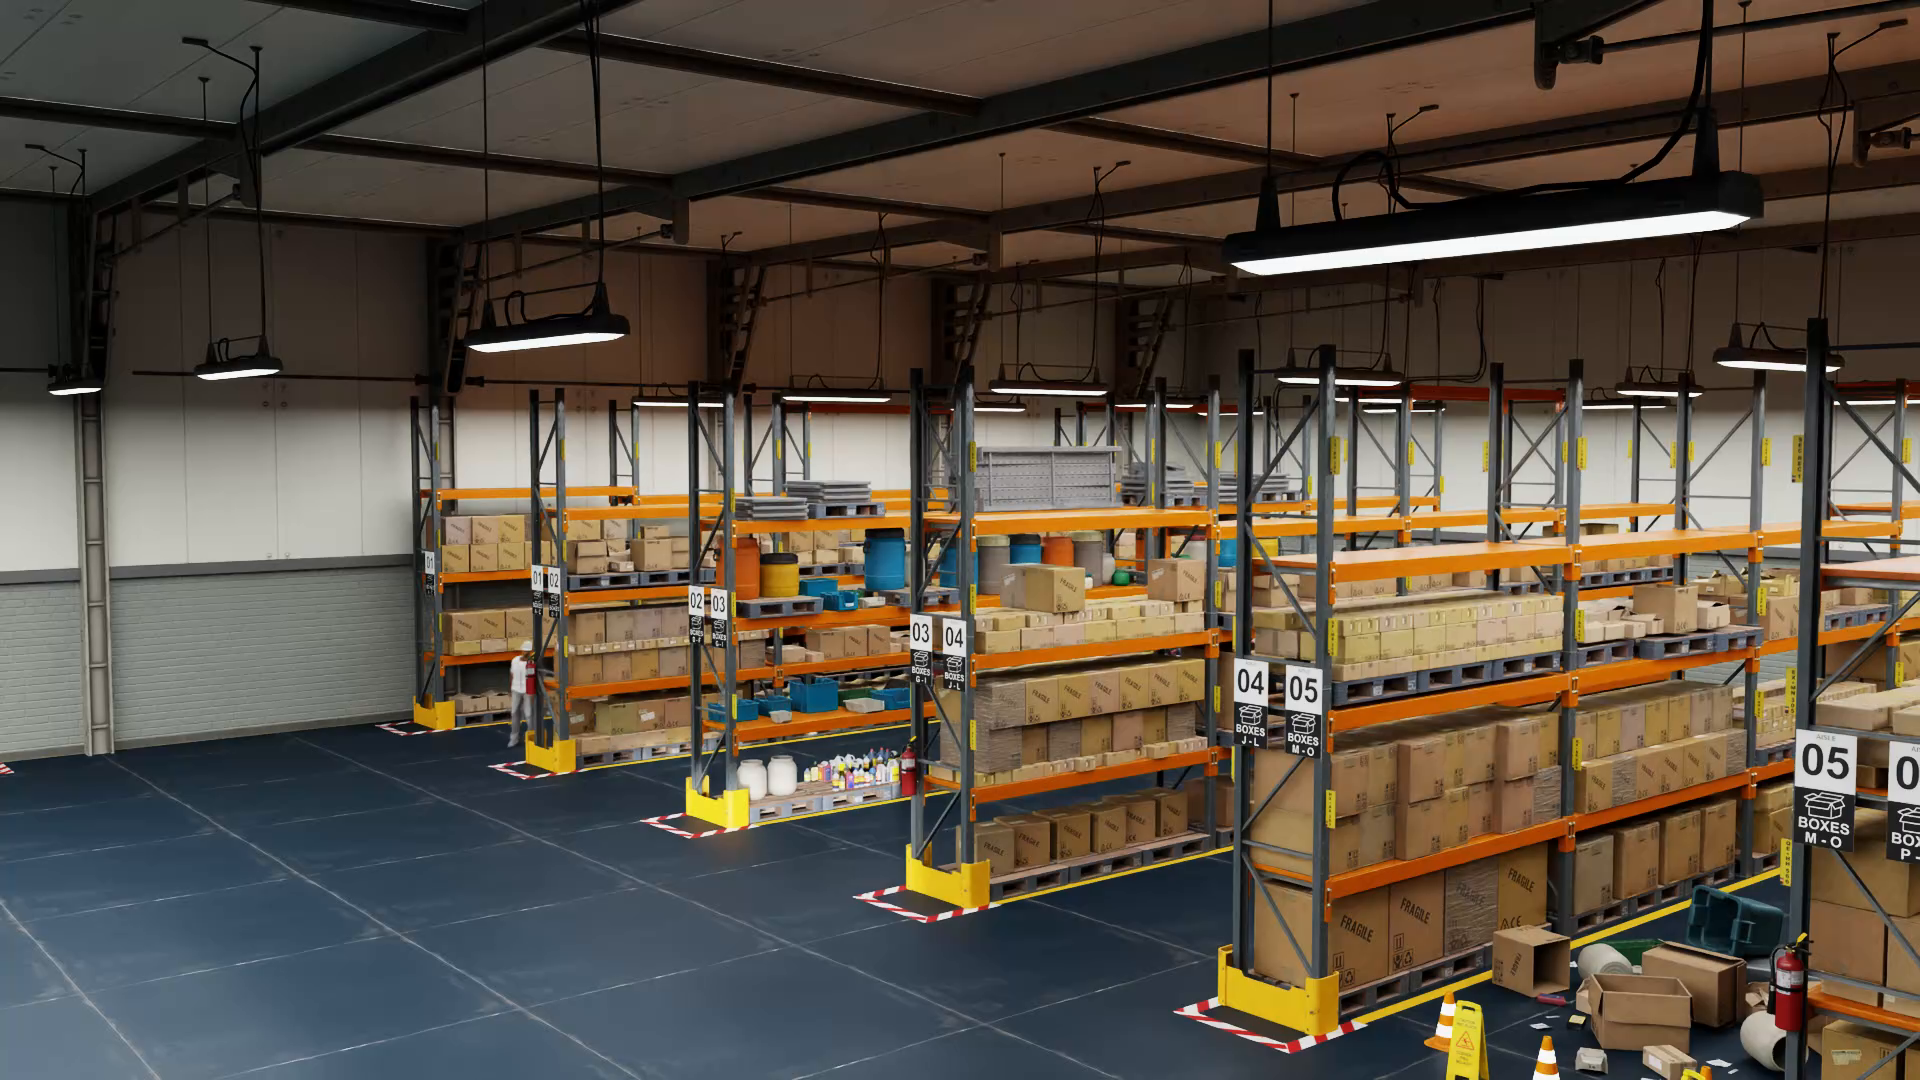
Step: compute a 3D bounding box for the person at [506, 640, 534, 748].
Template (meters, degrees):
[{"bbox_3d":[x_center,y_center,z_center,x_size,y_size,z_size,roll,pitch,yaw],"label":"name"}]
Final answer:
[{"bbox_3d":[-7.457,2.630,28.363,0.598,1.818,0.604,0,3,6],"label":"person"}]
